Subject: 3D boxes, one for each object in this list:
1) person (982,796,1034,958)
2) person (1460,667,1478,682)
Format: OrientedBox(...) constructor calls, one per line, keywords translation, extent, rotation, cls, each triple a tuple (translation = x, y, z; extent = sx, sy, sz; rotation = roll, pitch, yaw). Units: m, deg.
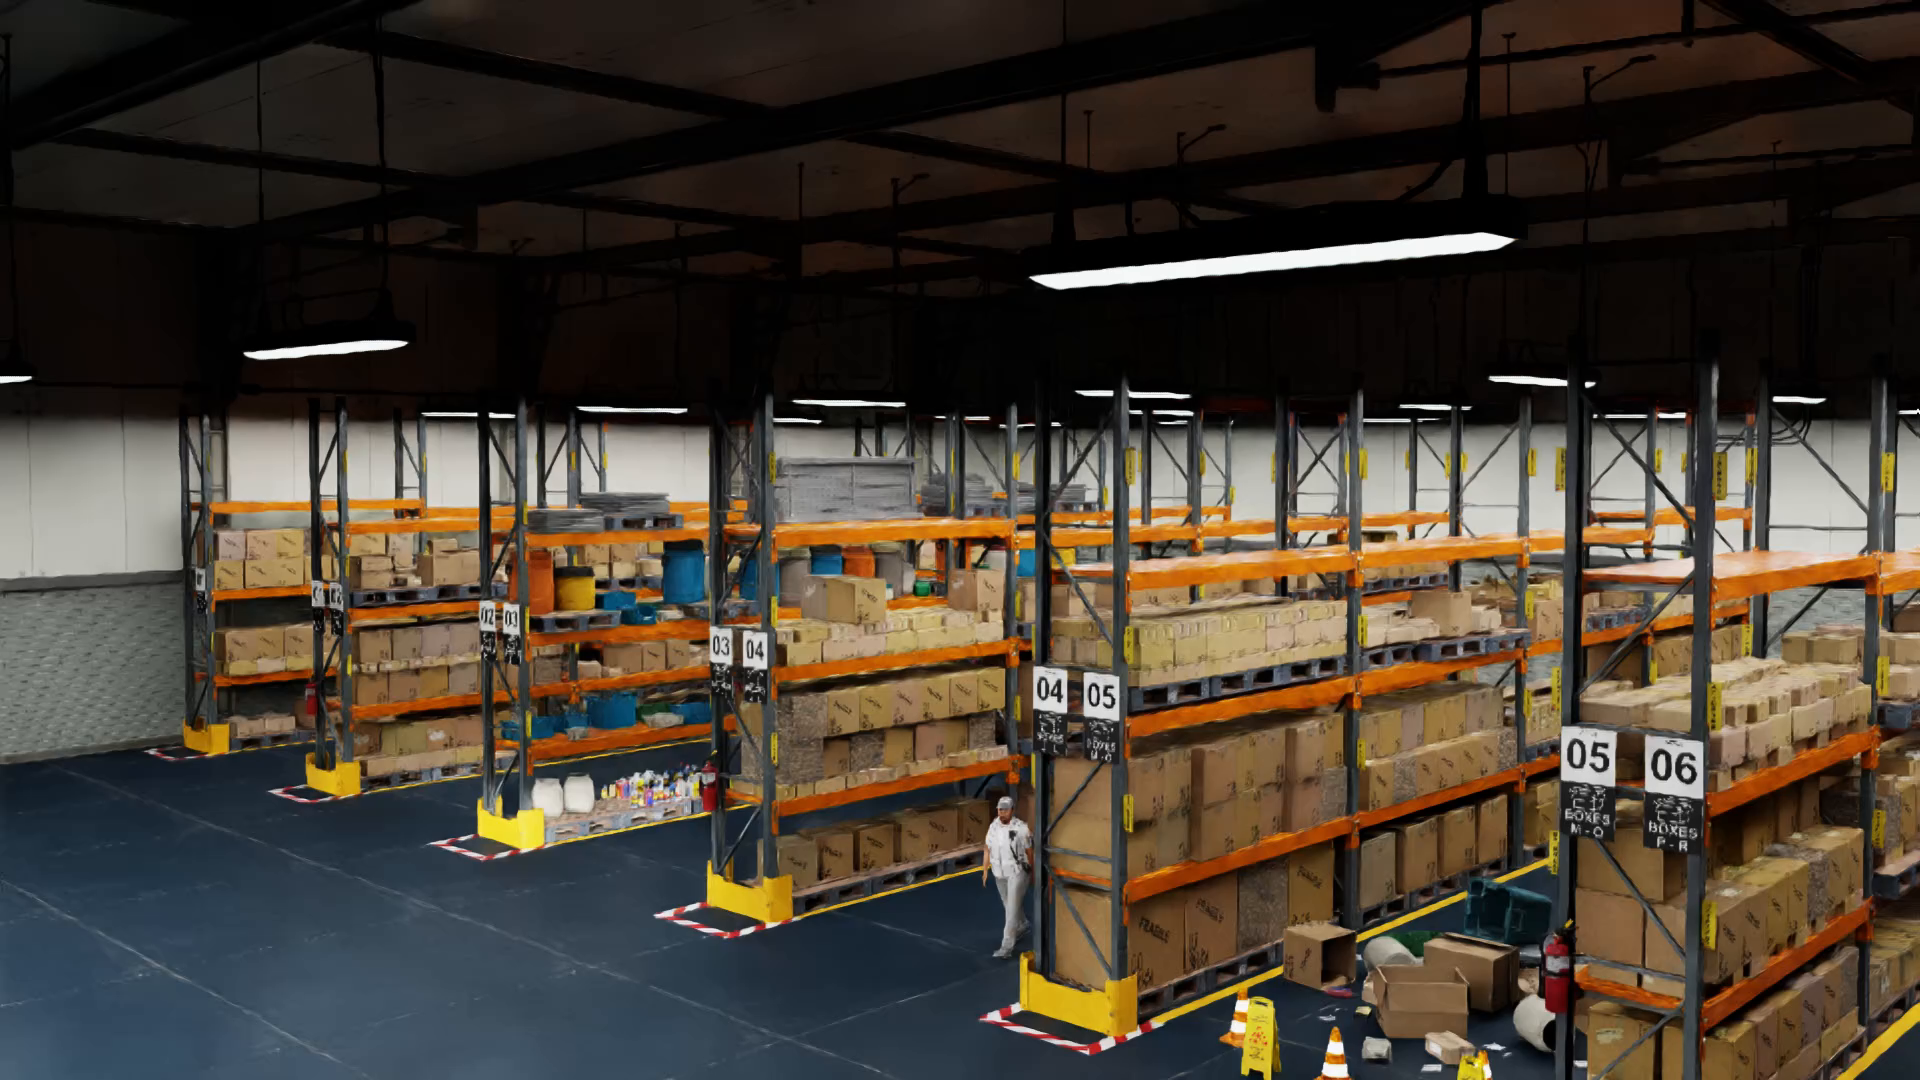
OrientedBox(translation=(0.500, 3.442, 17.248), extent=(0.491, 1.598, 1.000), rotation=(2, 4, 35), cls="person")
OrientedBox(translation=(9.828, 2.669, 32.115), extent=(0.958, 1.612, 0.479), rotation=(-1, 3, -25), cls="person")
